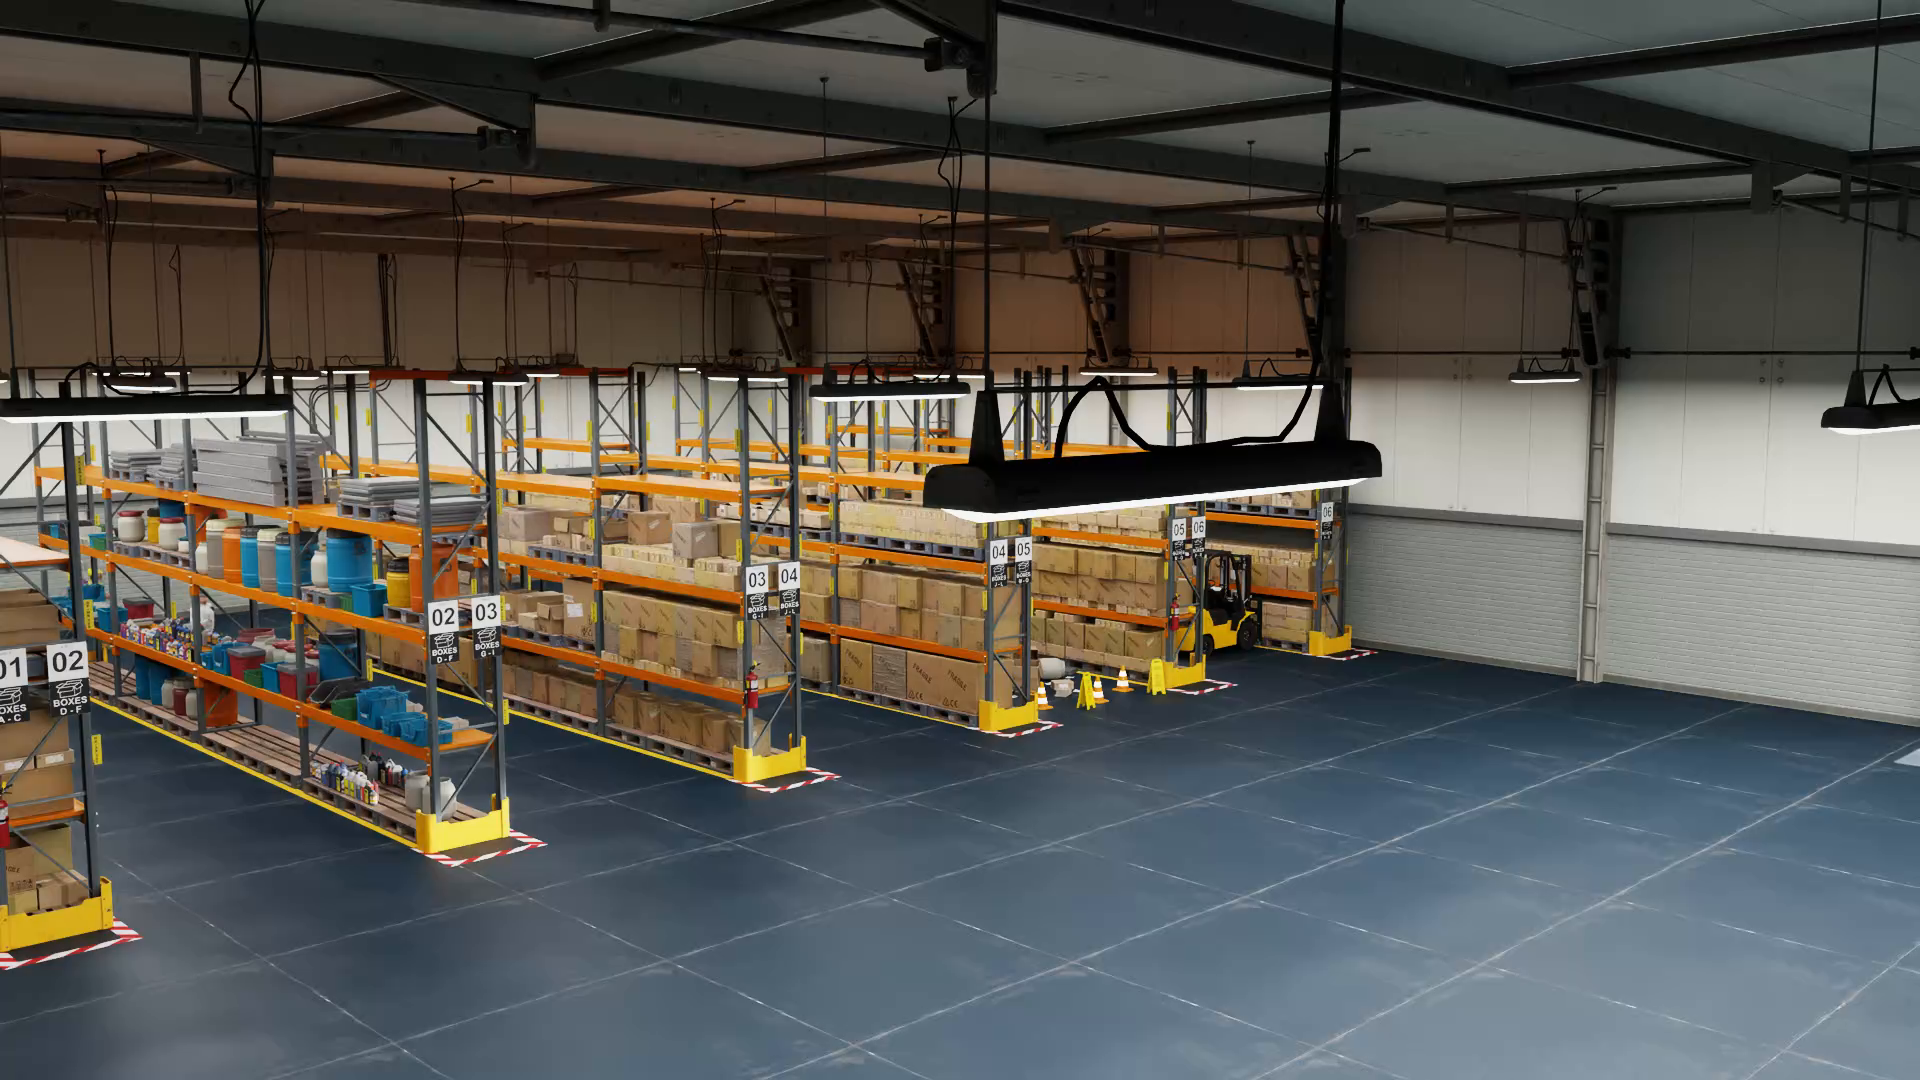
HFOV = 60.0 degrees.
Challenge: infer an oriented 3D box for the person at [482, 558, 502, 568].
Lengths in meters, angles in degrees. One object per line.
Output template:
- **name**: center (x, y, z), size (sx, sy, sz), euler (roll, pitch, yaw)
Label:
- **person**: center (-11.486, 0.857, 40.912), size (0.711, 1.749, 0.943), euler (0, 6, 4)

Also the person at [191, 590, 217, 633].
- **person**: center (-14.785, 1.820, 32.504), size (0.847, 1.739, 0.555), euler (6, 9, 43)

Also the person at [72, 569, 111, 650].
- **person**: center (-18.377, 1.484, 35.245), size (0.894, 1.813, 0.707), euler (-2, 7, -20)
